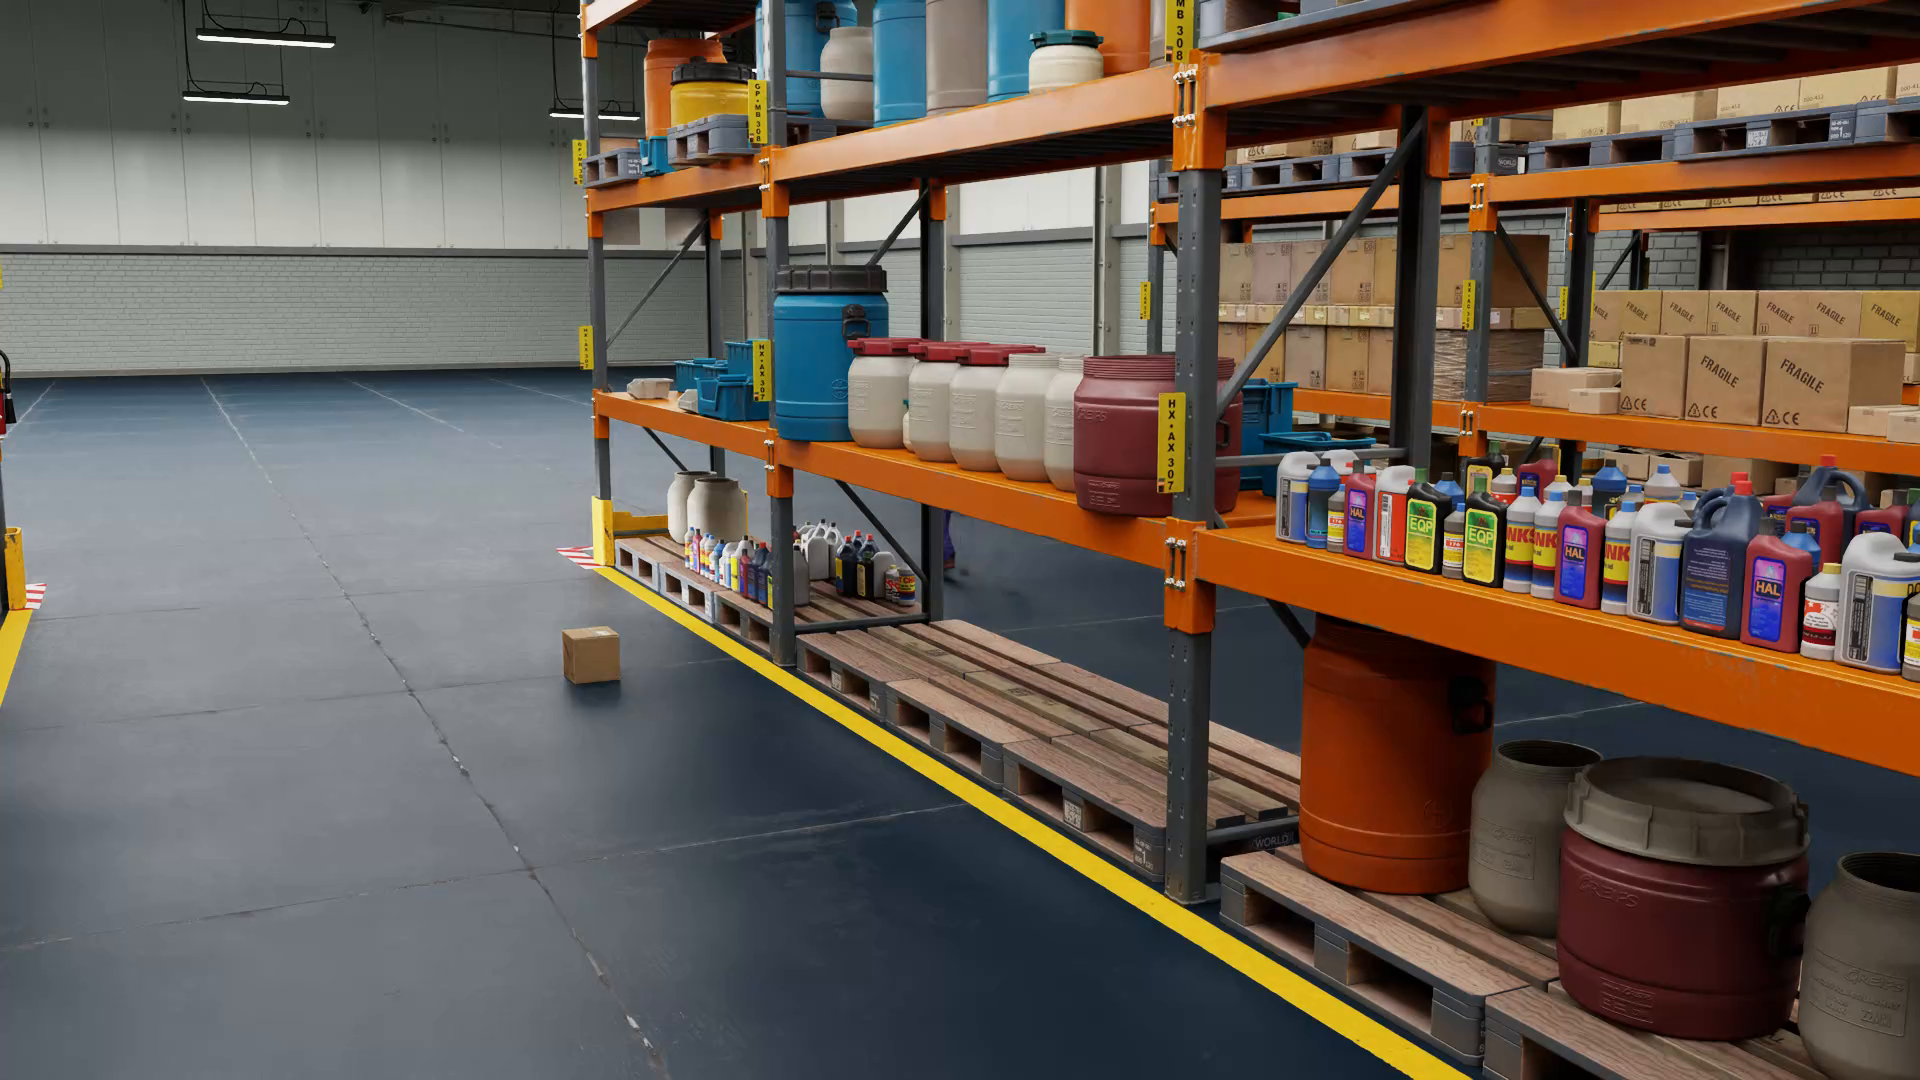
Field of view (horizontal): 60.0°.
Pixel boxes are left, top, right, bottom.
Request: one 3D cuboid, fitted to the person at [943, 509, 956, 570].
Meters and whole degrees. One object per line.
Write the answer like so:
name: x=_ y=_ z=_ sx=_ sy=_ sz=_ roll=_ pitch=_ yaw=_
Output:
person: x=-0.190 y=-0.580 z=12.299 sx=0.506 sy=1.581 sz=0.975 roll=-4 pitch=10 yaw=-26
